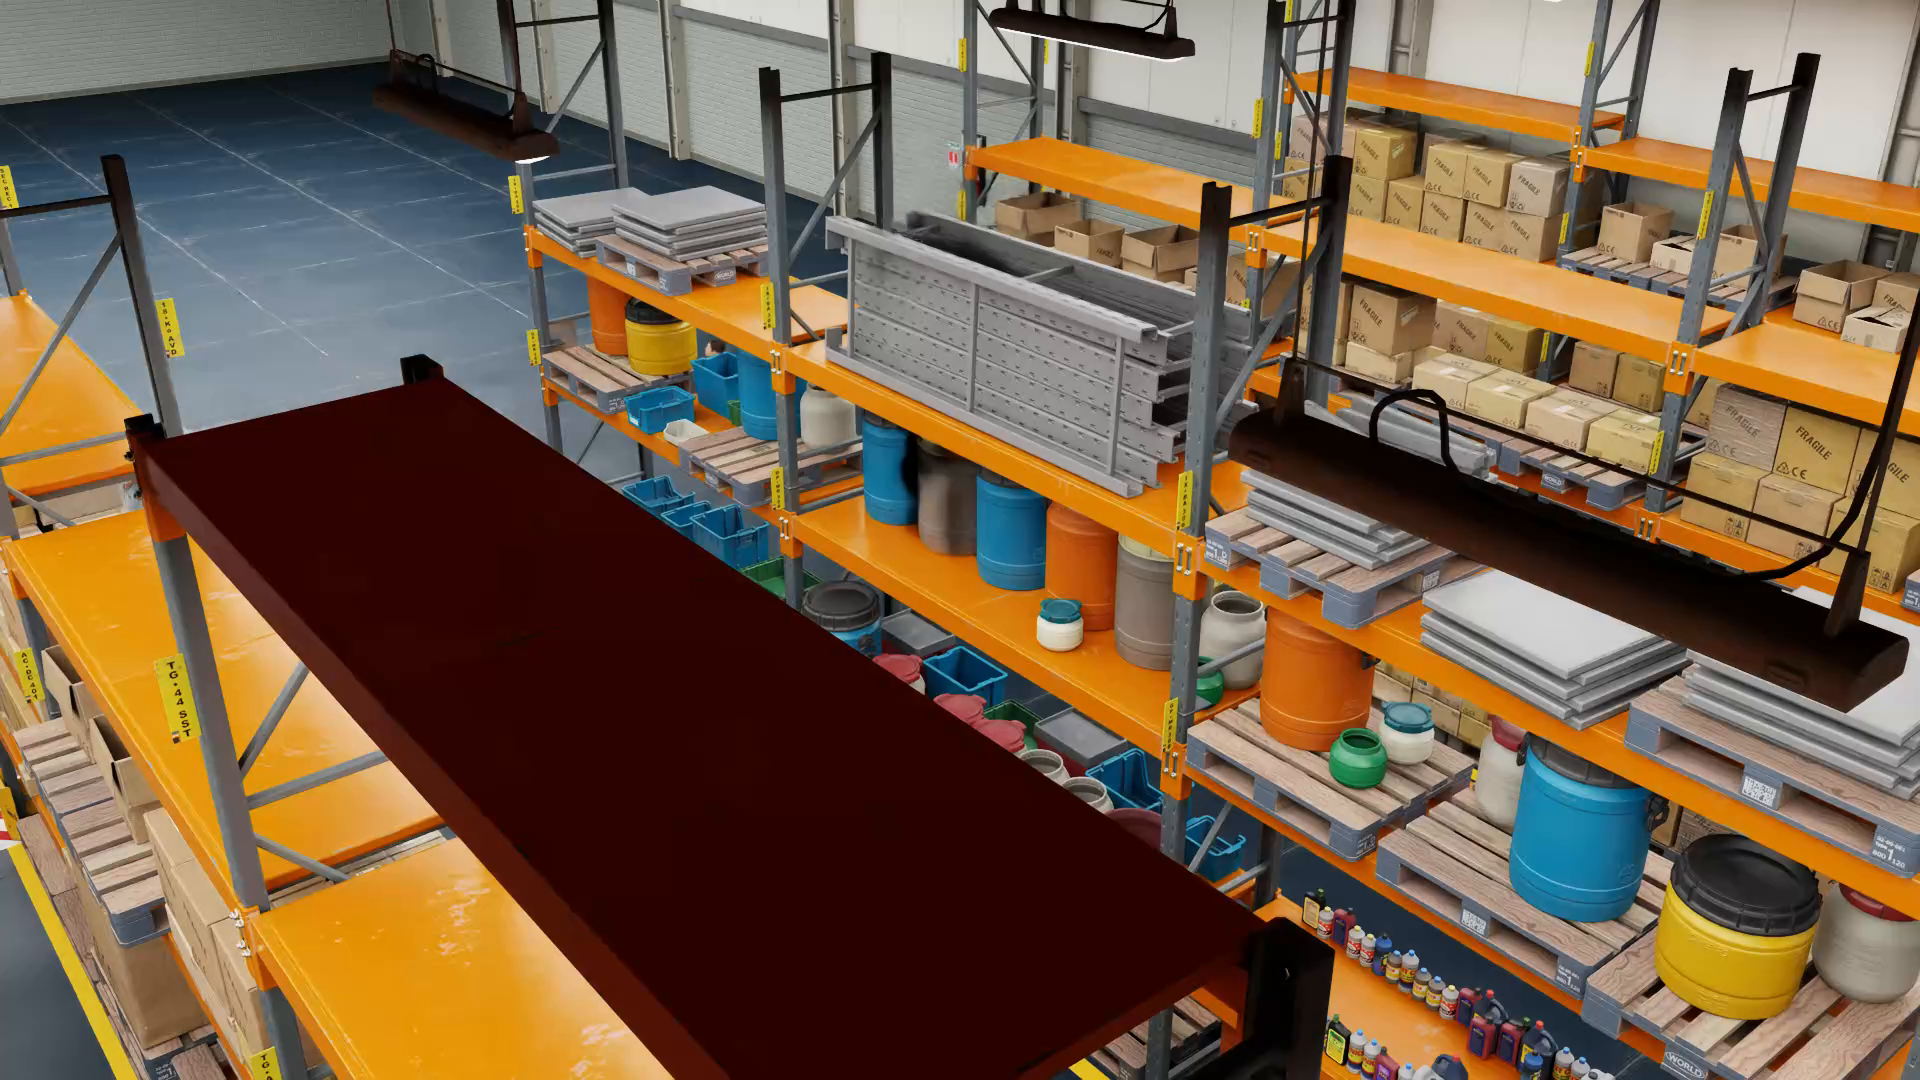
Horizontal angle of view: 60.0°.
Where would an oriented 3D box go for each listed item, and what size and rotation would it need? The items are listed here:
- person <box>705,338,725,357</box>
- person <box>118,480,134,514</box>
[{"bbox_3d":[-2.838,-1.559,19.621,0.720,1.694,0.579,-2,26,-4],"label":"person"},{"bbox_3d":[-8.559,-0.267,16.843,0.592,1.732,0.672,-2,26,-4],"label":"person"}]
